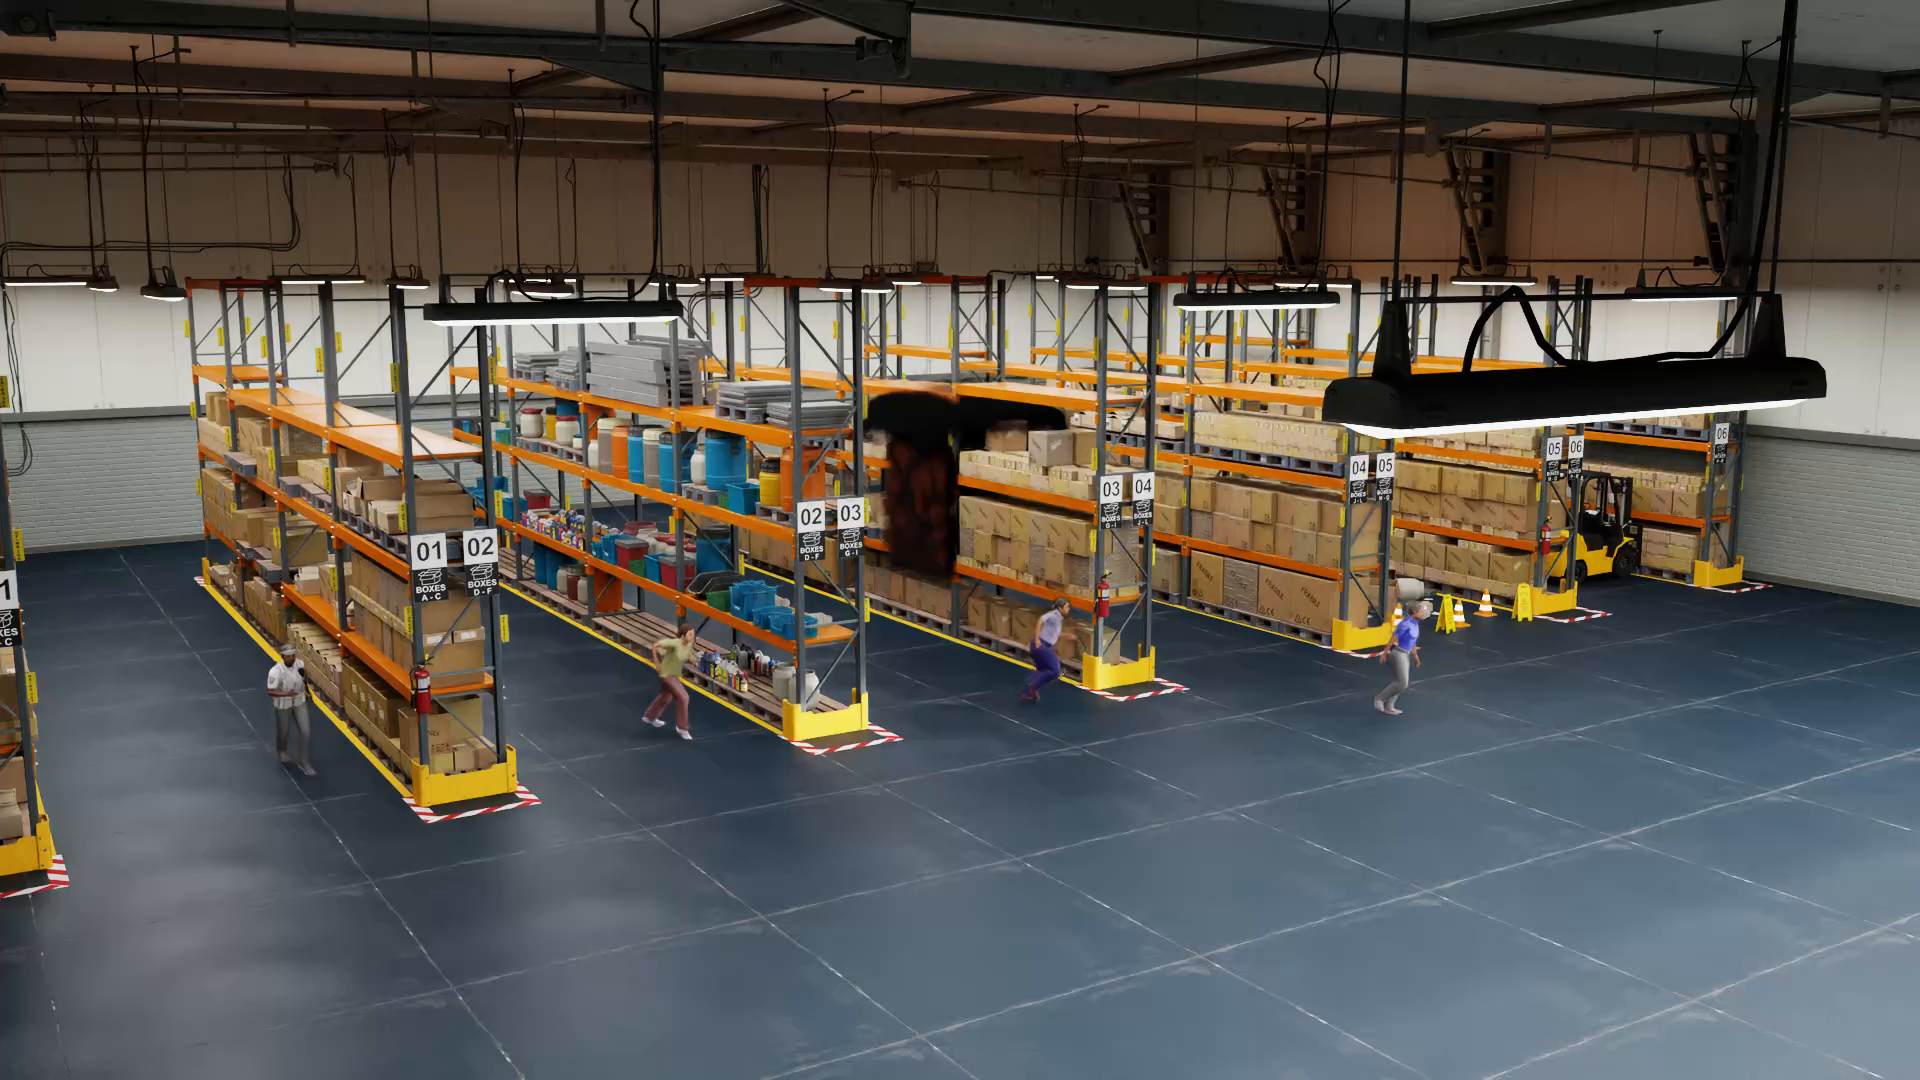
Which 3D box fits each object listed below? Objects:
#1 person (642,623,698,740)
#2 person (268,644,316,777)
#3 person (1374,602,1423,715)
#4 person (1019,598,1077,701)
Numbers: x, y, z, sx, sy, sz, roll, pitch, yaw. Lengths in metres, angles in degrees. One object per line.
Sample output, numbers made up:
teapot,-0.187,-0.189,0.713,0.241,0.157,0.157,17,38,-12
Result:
person,-3.920,1.876,22.273,0.942,1.623,0.624,6,11,32
person,-8.356,2.072,20.726,0.579,1.680,0.948,-7,12,-37
person,6.153,1.662,23.342,0.552,1.611,0.632,6,11,32
person,1.264,1.593,23.922,0.817,1.514,0.613,1,10,6
